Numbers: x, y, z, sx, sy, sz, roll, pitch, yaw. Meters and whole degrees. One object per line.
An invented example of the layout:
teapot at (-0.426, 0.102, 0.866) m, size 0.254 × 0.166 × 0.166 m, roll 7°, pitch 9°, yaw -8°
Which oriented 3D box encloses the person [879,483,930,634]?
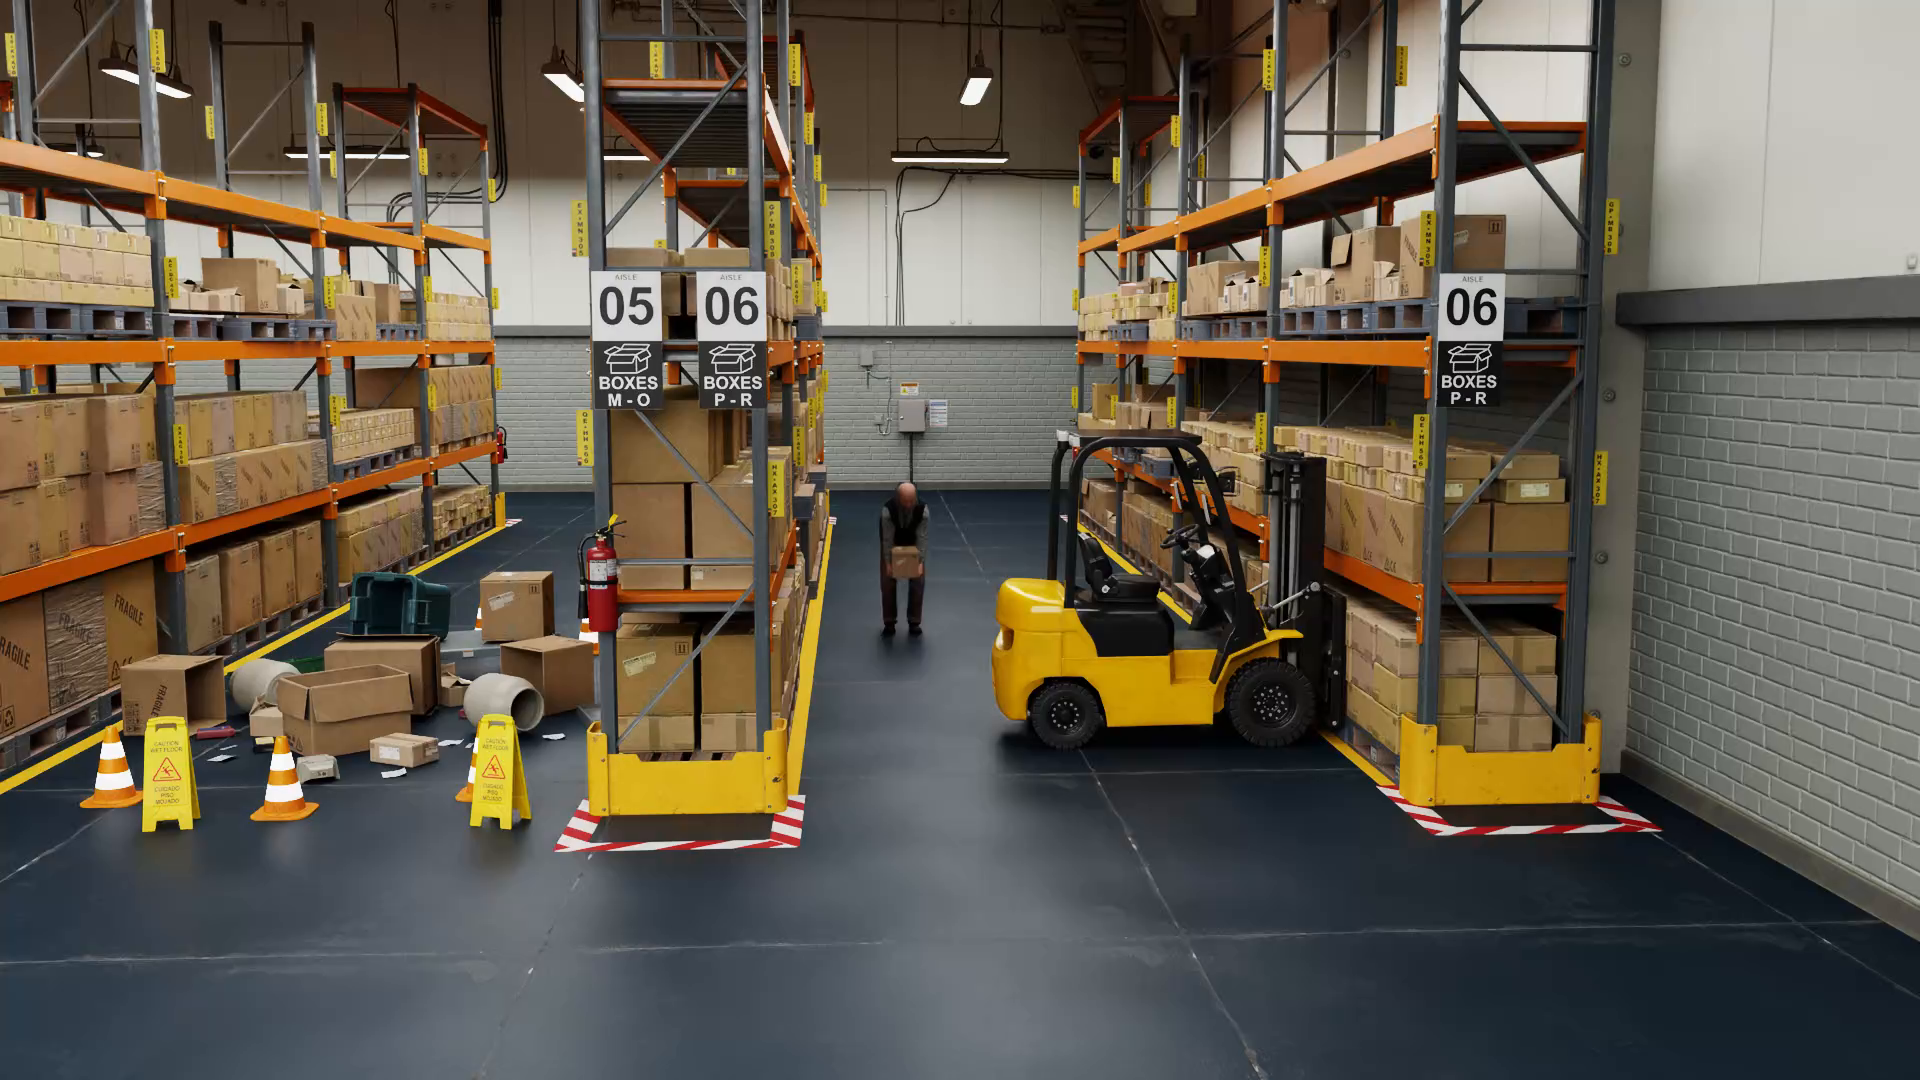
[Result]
person at (-0.528, 0.173, 15.909) m, size 0.468 × 1.486 × 0.800 m, roll -1°, pitch 7°, yaw -5°
